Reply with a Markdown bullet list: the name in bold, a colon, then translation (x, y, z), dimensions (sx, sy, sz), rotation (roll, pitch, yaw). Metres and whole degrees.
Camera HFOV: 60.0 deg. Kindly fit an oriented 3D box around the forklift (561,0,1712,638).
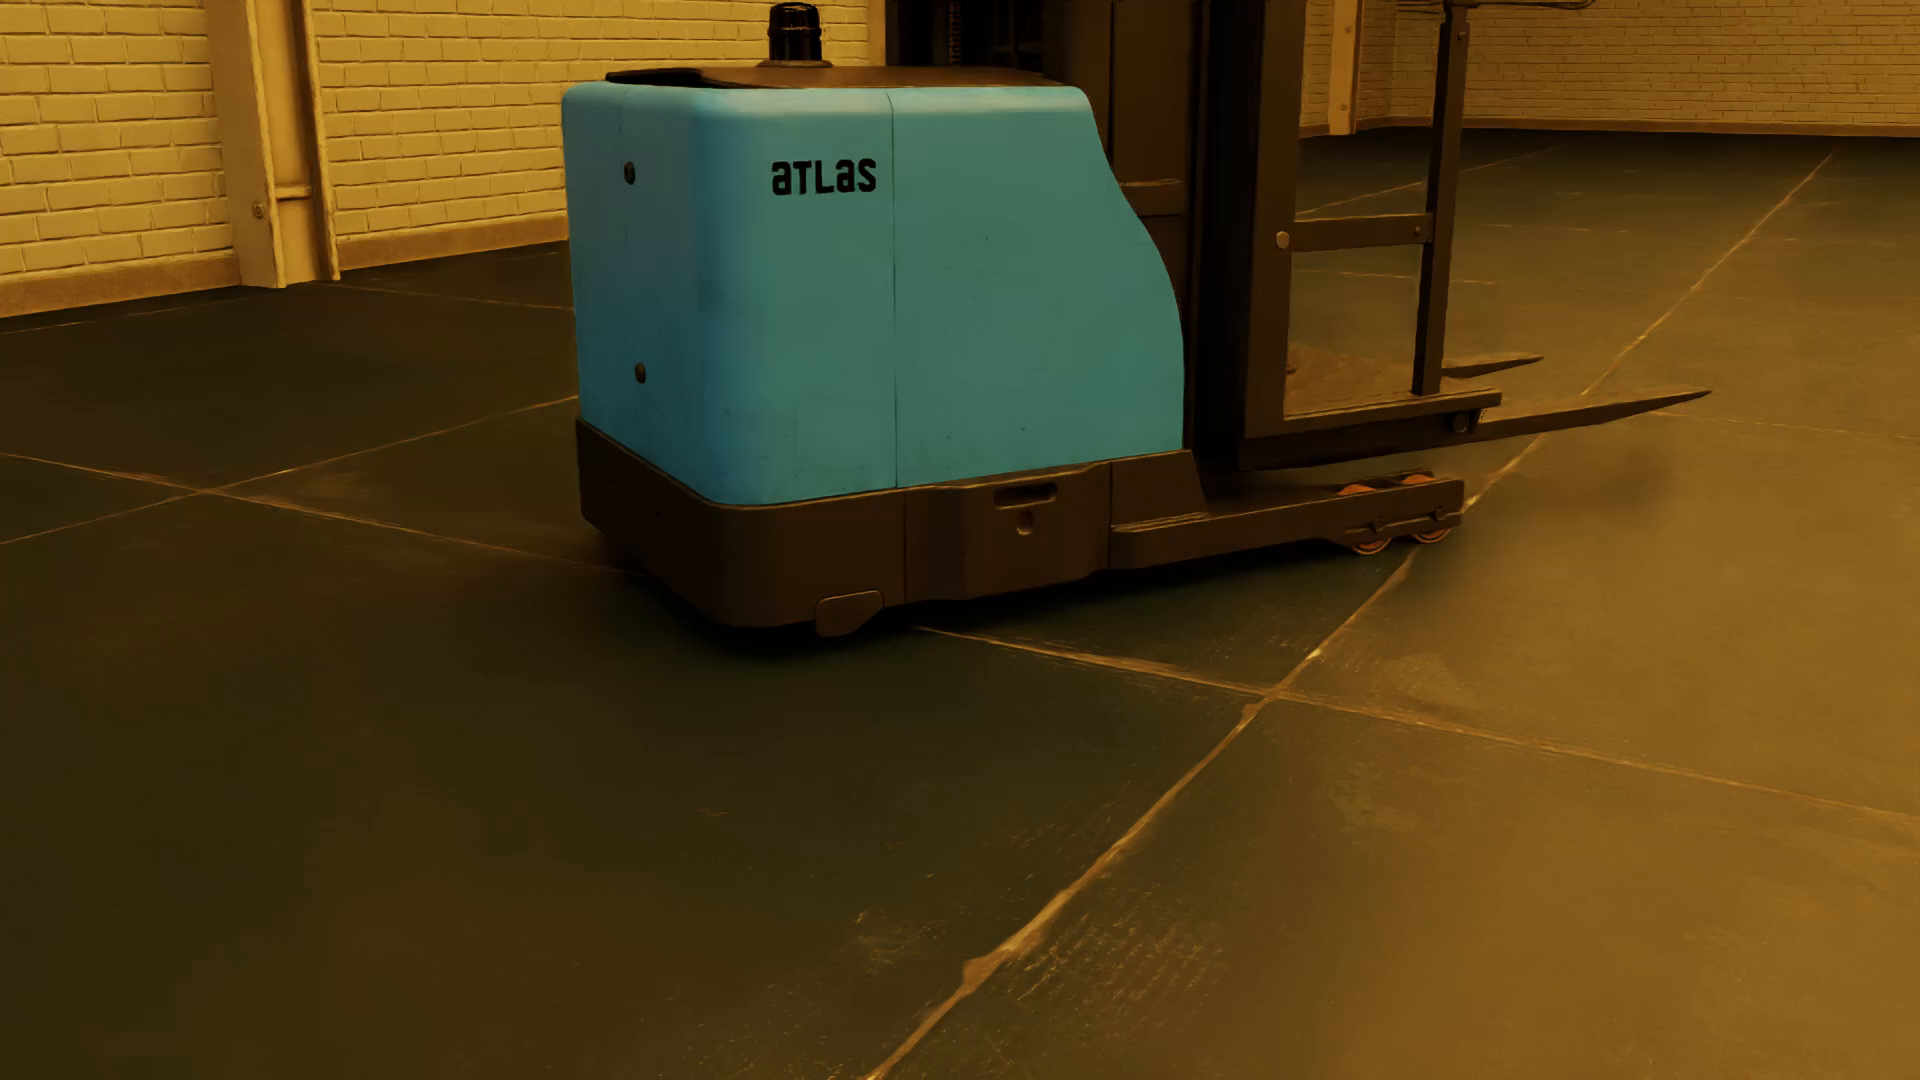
- **forklift**: translation (0.633, -1.491, 3.916), dimensions (3.031, 2.935, 1.130), rotation (-9, 19, -28)
